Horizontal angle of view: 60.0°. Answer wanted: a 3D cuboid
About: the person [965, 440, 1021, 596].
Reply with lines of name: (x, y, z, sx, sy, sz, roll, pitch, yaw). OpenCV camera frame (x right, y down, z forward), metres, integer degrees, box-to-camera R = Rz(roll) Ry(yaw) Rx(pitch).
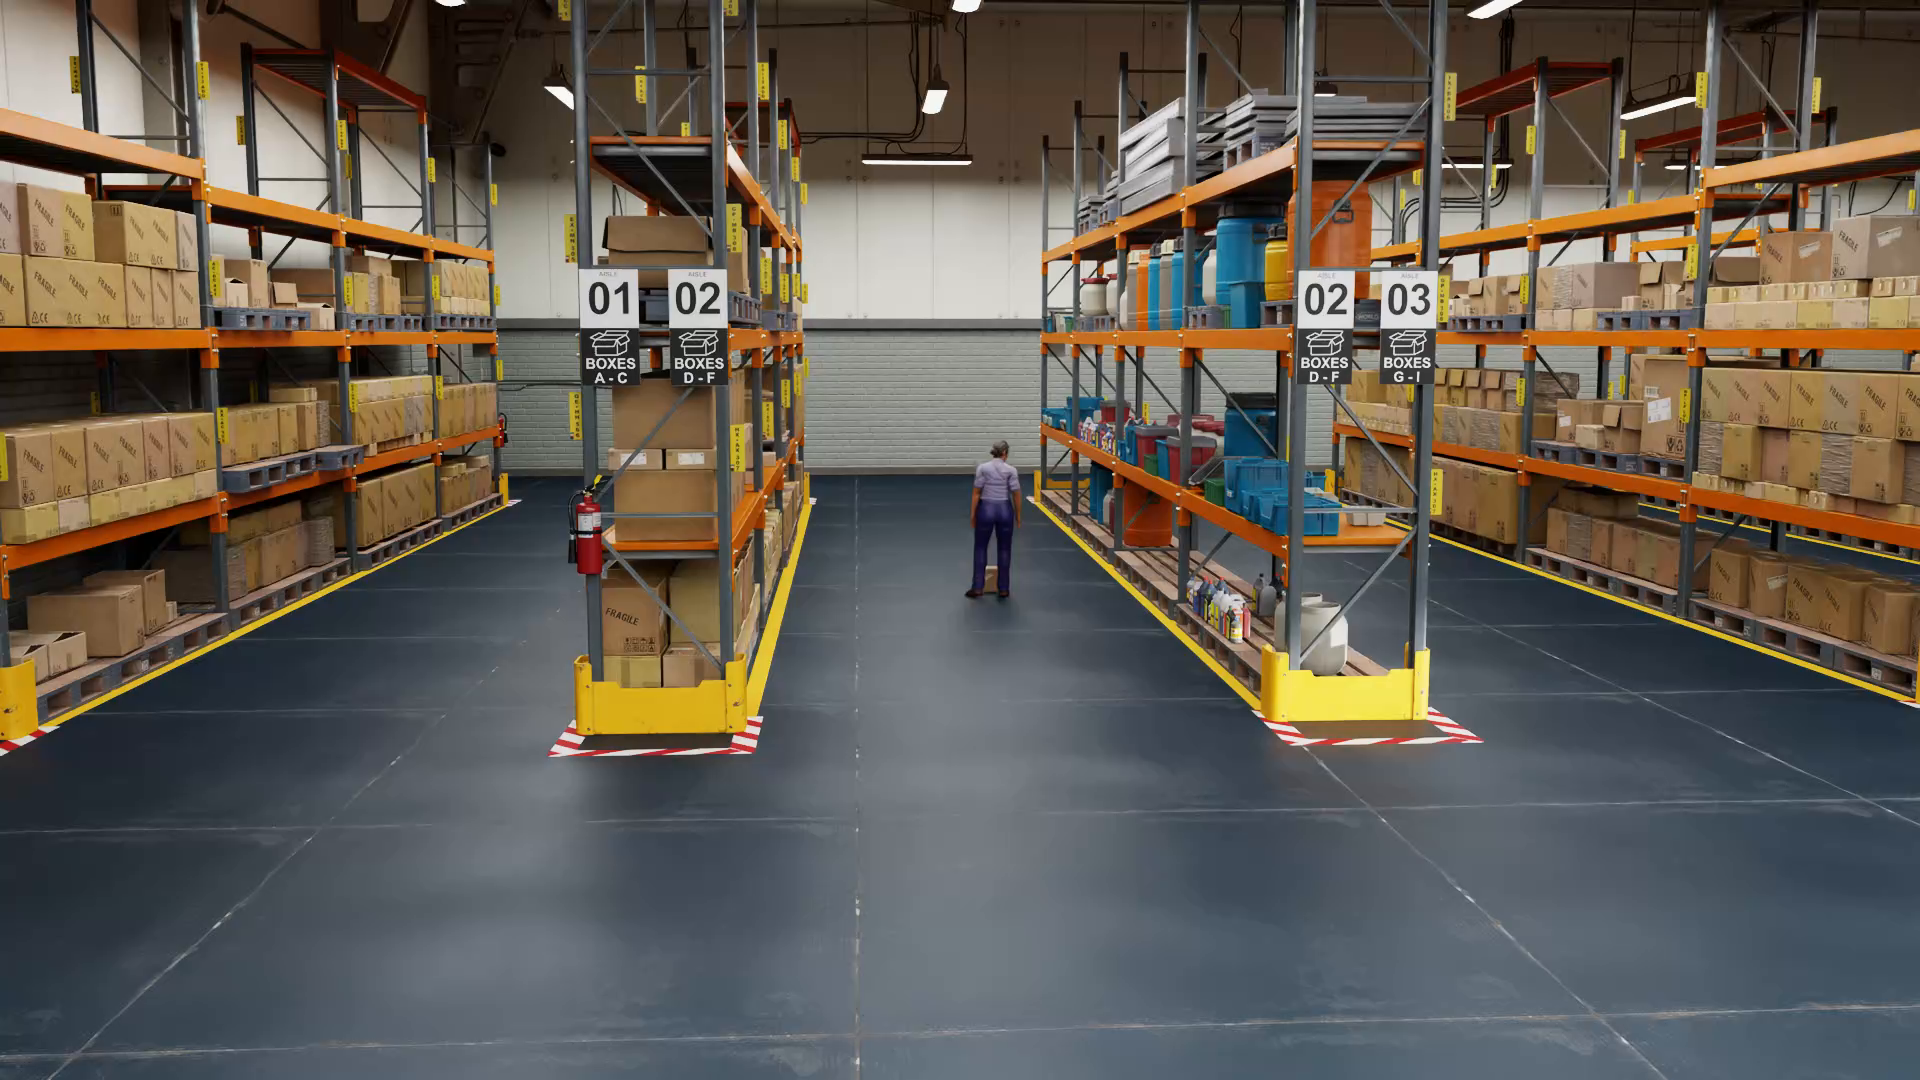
person: (0.353, -0.224, 17.553, 0.588, 1.663, 0.351, 0, 7, -3)
